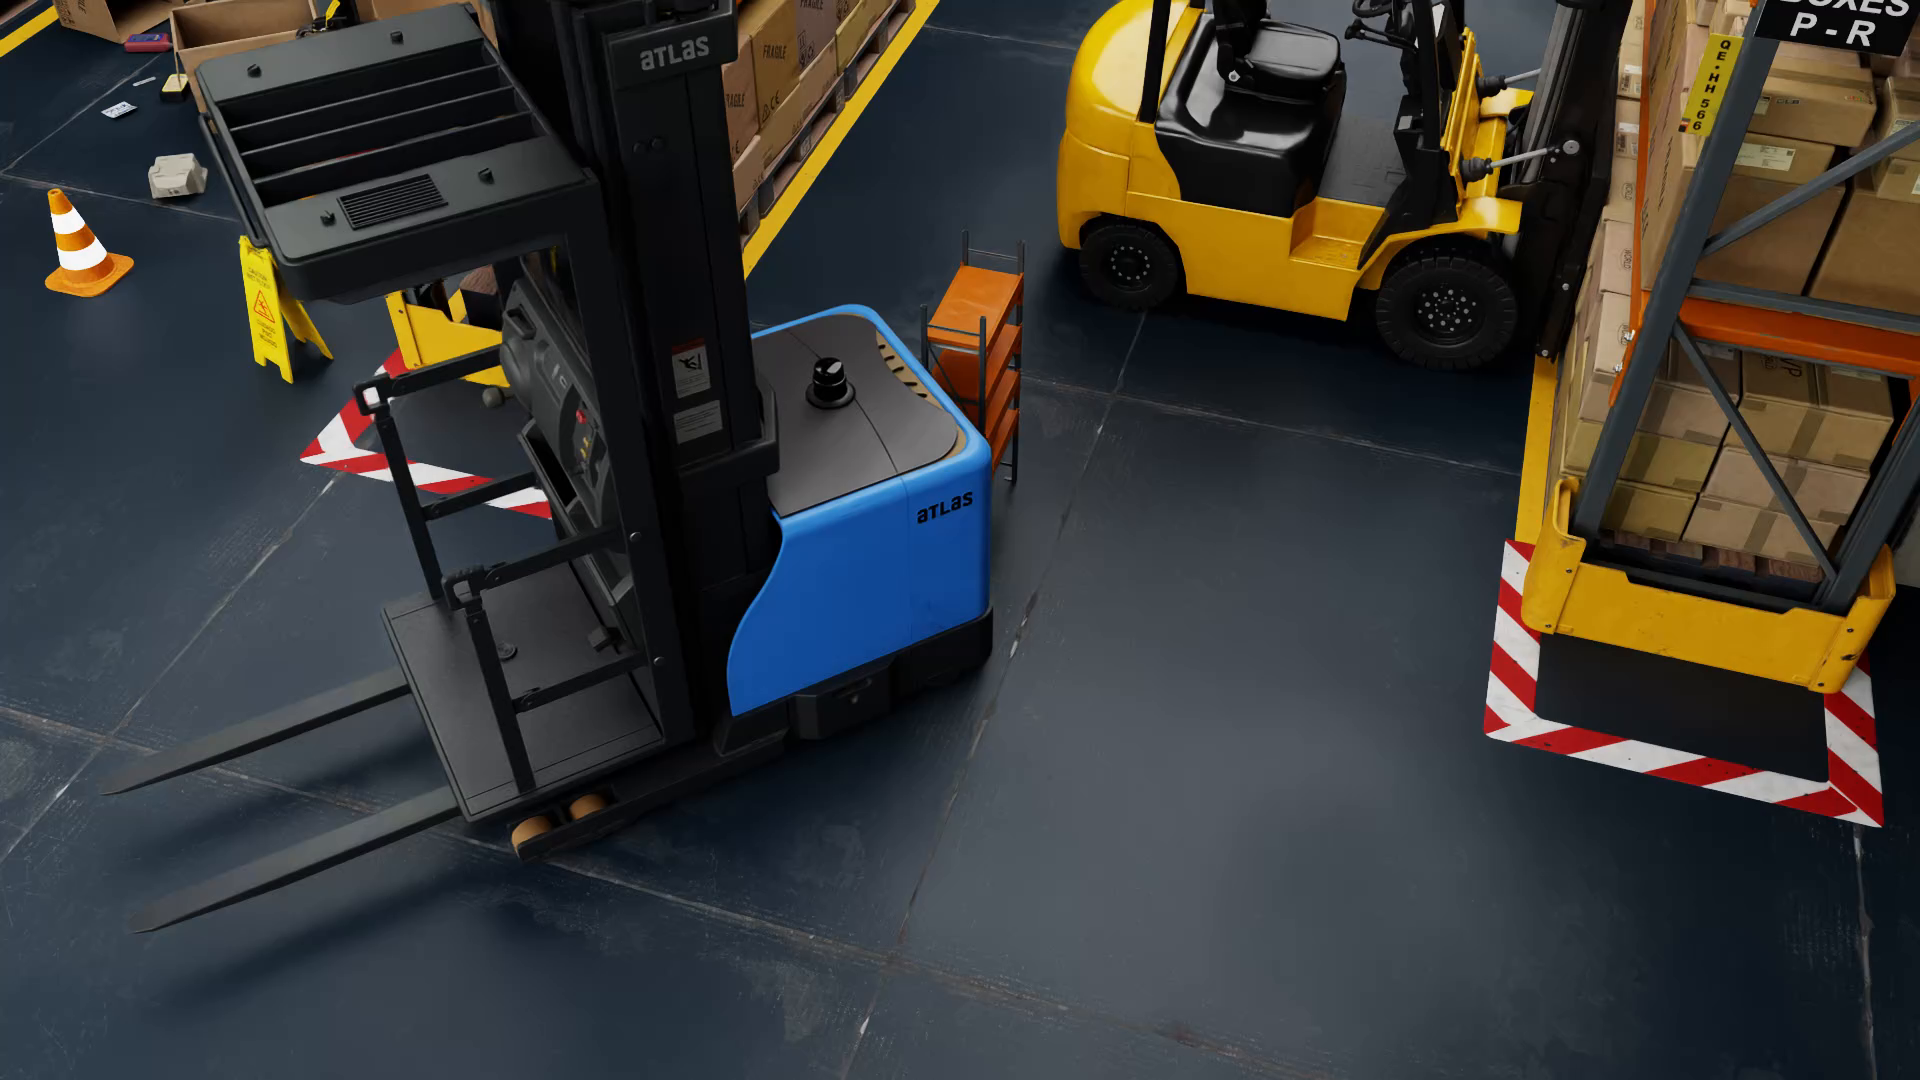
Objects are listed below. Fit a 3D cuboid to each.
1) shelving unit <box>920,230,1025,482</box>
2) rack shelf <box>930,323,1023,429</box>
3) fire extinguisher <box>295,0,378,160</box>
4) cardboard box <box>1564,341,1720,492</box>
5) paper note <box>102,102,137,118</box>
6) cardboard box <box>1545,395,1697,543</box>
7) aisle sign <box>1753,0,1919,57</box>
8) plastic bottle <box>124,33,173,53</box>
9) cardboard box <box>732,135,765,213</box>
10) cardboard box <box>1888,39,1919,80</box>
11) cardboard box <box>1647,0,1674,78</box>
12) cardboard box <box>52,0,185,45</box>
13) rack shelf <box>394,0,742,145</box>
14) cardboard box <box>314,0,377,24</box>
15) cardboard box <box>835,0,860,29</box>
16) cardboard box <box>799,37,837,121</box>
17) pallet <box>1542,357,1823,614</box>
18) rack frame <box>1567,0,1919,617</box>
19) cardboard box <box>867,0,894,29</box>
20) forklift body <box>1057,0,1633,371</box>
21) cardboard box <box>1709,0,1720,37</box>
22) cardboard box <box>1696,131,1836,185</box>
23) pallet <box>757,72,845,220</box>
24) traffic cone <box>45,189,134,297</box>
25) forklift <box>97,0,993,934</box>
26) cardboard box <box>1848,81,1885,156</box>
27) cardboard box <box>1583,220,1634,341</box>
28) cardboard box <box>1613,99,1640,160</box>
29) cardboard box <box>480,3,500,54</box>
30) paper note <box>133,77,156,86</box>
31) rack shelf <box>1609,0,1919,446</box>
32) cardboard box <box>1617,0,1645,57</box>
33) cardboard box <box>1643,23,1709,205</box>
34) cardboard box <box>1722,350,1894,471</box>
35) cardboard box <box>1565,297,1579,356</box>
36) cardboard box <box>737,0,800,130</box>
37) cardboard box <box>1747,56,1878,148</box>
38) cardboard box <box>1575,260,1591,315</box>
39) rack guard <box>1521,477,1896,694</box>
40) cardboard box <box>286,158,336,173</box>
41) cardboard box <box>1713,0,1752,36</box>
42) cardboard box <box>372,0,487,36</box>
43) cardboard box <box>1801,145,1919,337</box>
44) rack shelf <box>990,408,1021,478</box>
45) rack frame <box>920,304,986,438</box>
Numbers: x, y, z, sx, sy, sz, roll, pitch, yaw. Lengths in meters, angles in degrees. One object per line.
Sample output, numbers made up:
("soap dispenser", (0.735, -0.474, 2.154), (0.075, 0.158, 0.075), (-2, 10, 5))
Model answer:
("shelving unit", (0.050, -0.539, 6.443), (0.258, 1.200, 0.503), (13, 46, 13))
("rack shelf", (0.050, -0.651, 6.334), (0.258, 0.148, 0.480), (13, 46, 13))
("fire extinguisher", (-2.432, -1.786, 6.486), (0.296, 0.674, 0.183), (13, 46, 13))
("cardboard box", (2.623, -0.480, 6.404), (0.500, 0.250, 0.500), (12, 46, 12))
("paper note", (-4.626, -2.370, 9.151), (0.144, 0.017, 0.142), (28, 51, 26))
("cardboard box", (2.615, -0.291, 6.569), (0.500, 0.250, 0.500), (13, 46, 13))
("aisle sign", (2.474, -1.691, 4.475), (0.394, 0.787, 0.004), (13, 46, 13))
("plastic bottle", (-4.684, -2.888, 9.658), (0.283, 0.061, 0.133), (-2, 44, -2))
("cardboard box", (-1.288, -1.778, 8.088), (0.500, 0.250, 0.500), (14, 46, 14))
("cardboard box", (3.219, -1.460, 5.350), (0.380, 0.149, 0.250), (14, 46, 14))
("cardboard box", (3.135, -2.186, 6.768), (0.500, 0.500, 0.500), (13, 46, 13))
("cardboard box", (-4.987, -3.295, 9.758), (0.500, 0.500, 0.500), (20, 48, 19))
("rack shelf", (-1.352, -2.869, 8.051), (1.077, 0.370, 4.000), (13, 46, 13))
("cardboard box", (-3.564, -3.281, 9.646), (0.797, 0.637, 0.503), (13, 46, 13))
("cardboard box", (-0.822, -3.104, 8.906), (0.500, 0.500, 0.500), (13, 46, 13))
("cardboard box", (-0.980, -2.480, 8.805), (0.500, 0.250, 0.500), (13, 46, 13))
("pallet", (2.965, -0.266, 6.870), (1.003, 0.211, 1.213), (13, 46, 13))
("rack frame", (2.774, -0.744, 5.365), (1.000, 3.000, 0.127), (13, 46, 13))
("cardboard box", (-0.669, -3.175, 9.516), (0.500, 0.250, 0.500), (14, 46, 14))
("forklift body", (1.609, -2.091, 7.349), (2.313, 2.155, 1.214), (13, 46, 13))
("cardboard box", (2.884, -1.801, 5.911), (0.380, 0.149, 0.250), (12, 46, 12))
("cardboard box", (2.612, -1.302, 5.400), (0.380, 0.149, 0.250), (13, 46, 13))
("pallet", (-1.284, -2.191, 8.838), (1.003, 0.211, 1.213), (13, 46, 13))
("traffic cone", (-4.218, -1.454, 7.905), (0.336, 0.463, 0.334), (13, 46, 13))
("forklift", (-1.419, -0.379, 5.042), (3.031, 2.935, 1.130), (-21, 48, -20))
("cardboard box", (3.138, -1.360, 5.460), (0.380, 0.149, 0.250), (13, 46, 13))
("cardboard box", (2.765, -0.983, 6.561), (0.500, 0.250, 0.500), (13, 46, 13))
("cardboard box", (3.069, -1.658, 7.250), (0.500, 0.250, 0.500), (12, 46, 12))
("cardboard box", (-1.550, -2.192, 6.561), (0.500, 0.500, 0.500), (12, 46, 12))
("paper note", (-4.605, -2.589, 9.389), (0.123, 0.001, 0.032), (-33, 53, -29))
("rack shelf", (3.379, -1.820, 6.979), (1.077, 0.370, 4.000), (13, 46, 13))
("cardboard box", (3.375, -2.340, 7.947), (0.500, 0.250, 0.500), (13, 46, 13))
("cardboard box", (2.839, -1.507, 6.074), (0.500, 0.500, 0.500), (14, 46, 14))
("cardboard box", (3.100, -0.549, 6.117), (0.500, 0.250, 0.500), (12, 46, 12))
("cardboard box", (2.935, -0.952, 7.244), (0.500, 0.250, 0.500), (13, 46, 13))
("cardboard box", (-1.130, -2.405, 8.193), (0.500, 0.500, 0.500), (13, 46, 13))
("cardboard box", (2.681, -1.401, 5.289), (0.380, 0.149, 0.250), (13, 46, 13))
("cardboard box", (2.922, -1.161, 7.100), (0.500, 0.250, 0.500), (12, 46, 12))
("rack guard", (2.767, 0.166, 6.223), (1.175, 0.500, 0.348), (13, 46, 13))
("cardboard box", (-3.486, -2.075, 8.764), (0.250, 0.149, 0.380), (-33, 53, -29))
("cardboard box", (2.780, -1.752, 5.648), (0.380, 0.149, 0.250), (13, 46, 13))
("cardboard box", (-2.056, -2.355, 6.727), (0.500, 0.500, 0.500), (12, 46, 12))
("cardboard box", (3.188, -1.051, 5.608), (0.500, 0.500, 0.500), (14, 46, 14))
("rack shelf", (0.050, -0.349, 6.629), (0.258, 0.148, 0.480), (13, 46, 13))
("rack frame", (-0.024, -0.377, 6.277), (0.240, 1.200, 0.015), (13, 46, 13))
